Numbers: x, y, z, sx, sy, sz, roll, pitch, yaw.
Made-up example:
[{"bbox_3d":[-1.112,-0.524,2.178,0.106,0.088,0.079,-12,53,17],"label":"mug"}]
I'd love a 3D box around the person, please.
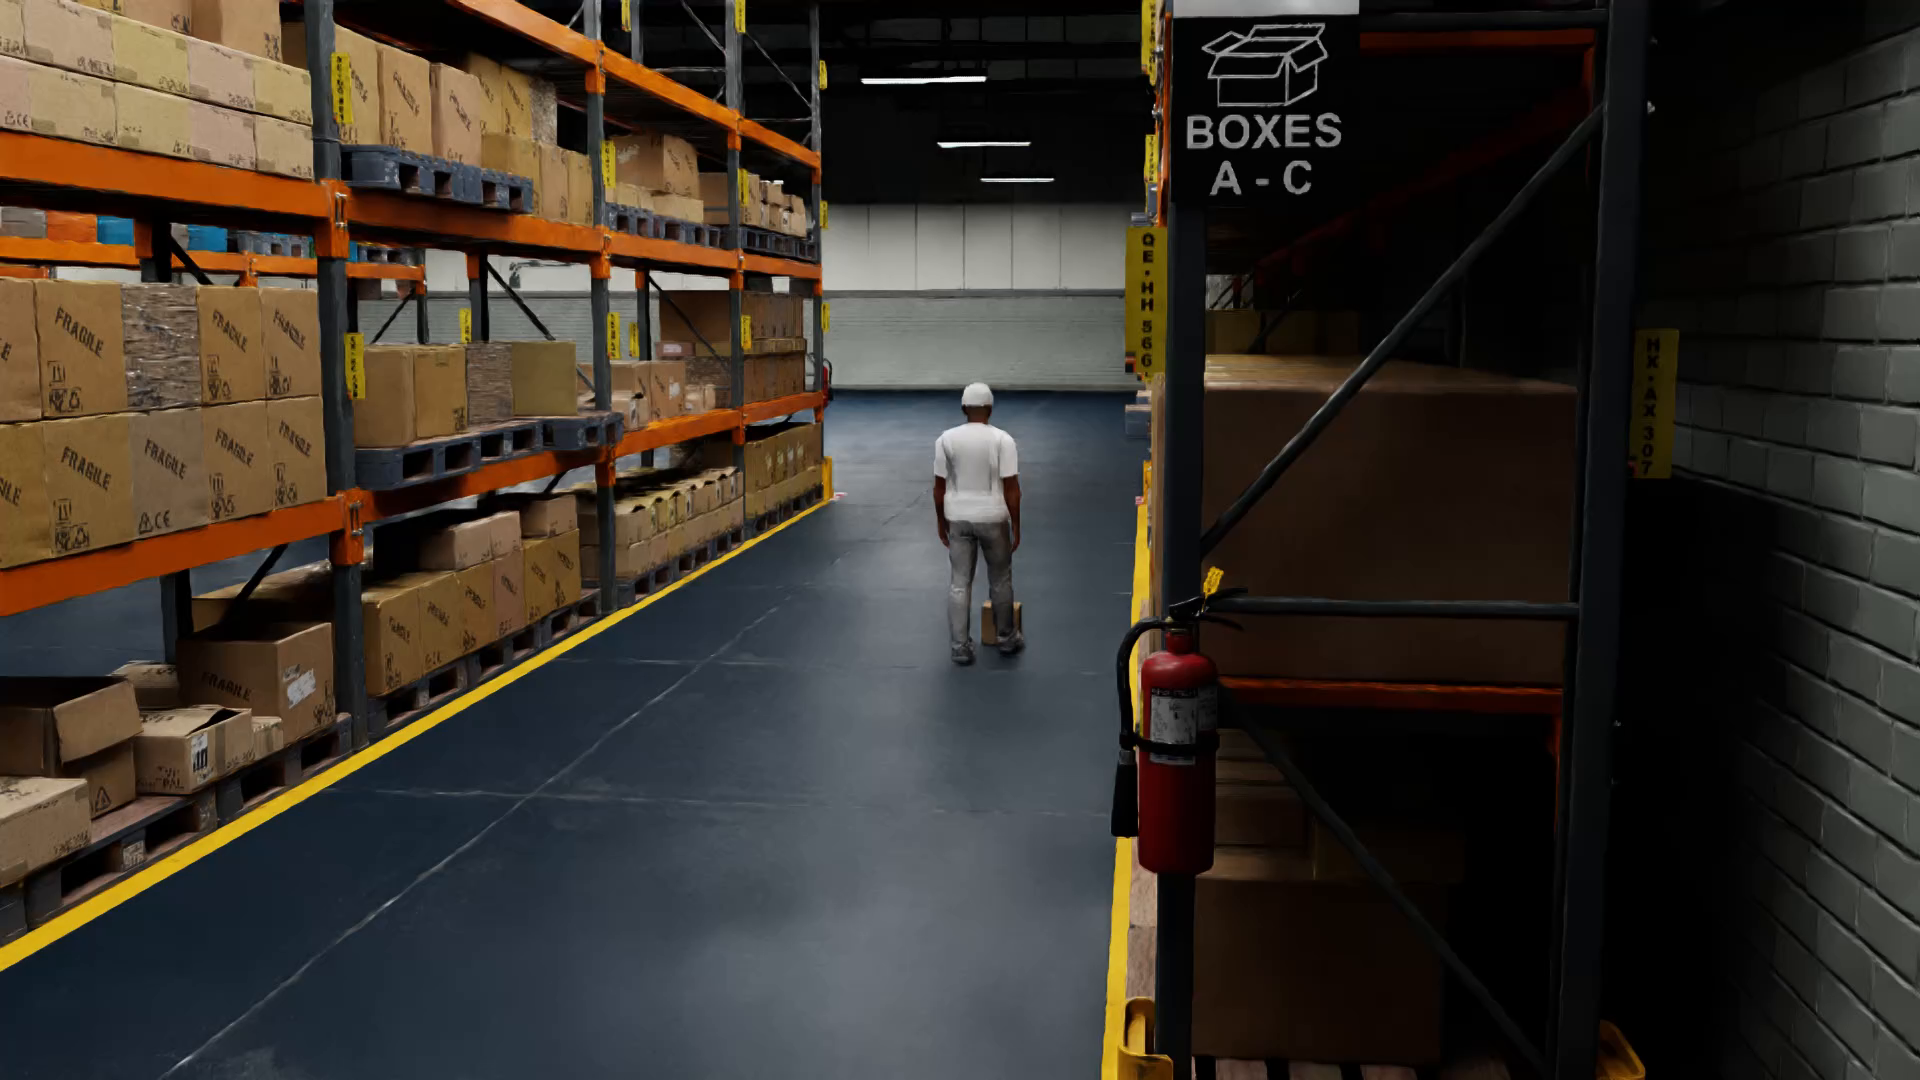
[{"bbox_3d":[0.132,-0.139,10.685,0.571,1.755,0.707,1,8,11],"label":"person"}]
